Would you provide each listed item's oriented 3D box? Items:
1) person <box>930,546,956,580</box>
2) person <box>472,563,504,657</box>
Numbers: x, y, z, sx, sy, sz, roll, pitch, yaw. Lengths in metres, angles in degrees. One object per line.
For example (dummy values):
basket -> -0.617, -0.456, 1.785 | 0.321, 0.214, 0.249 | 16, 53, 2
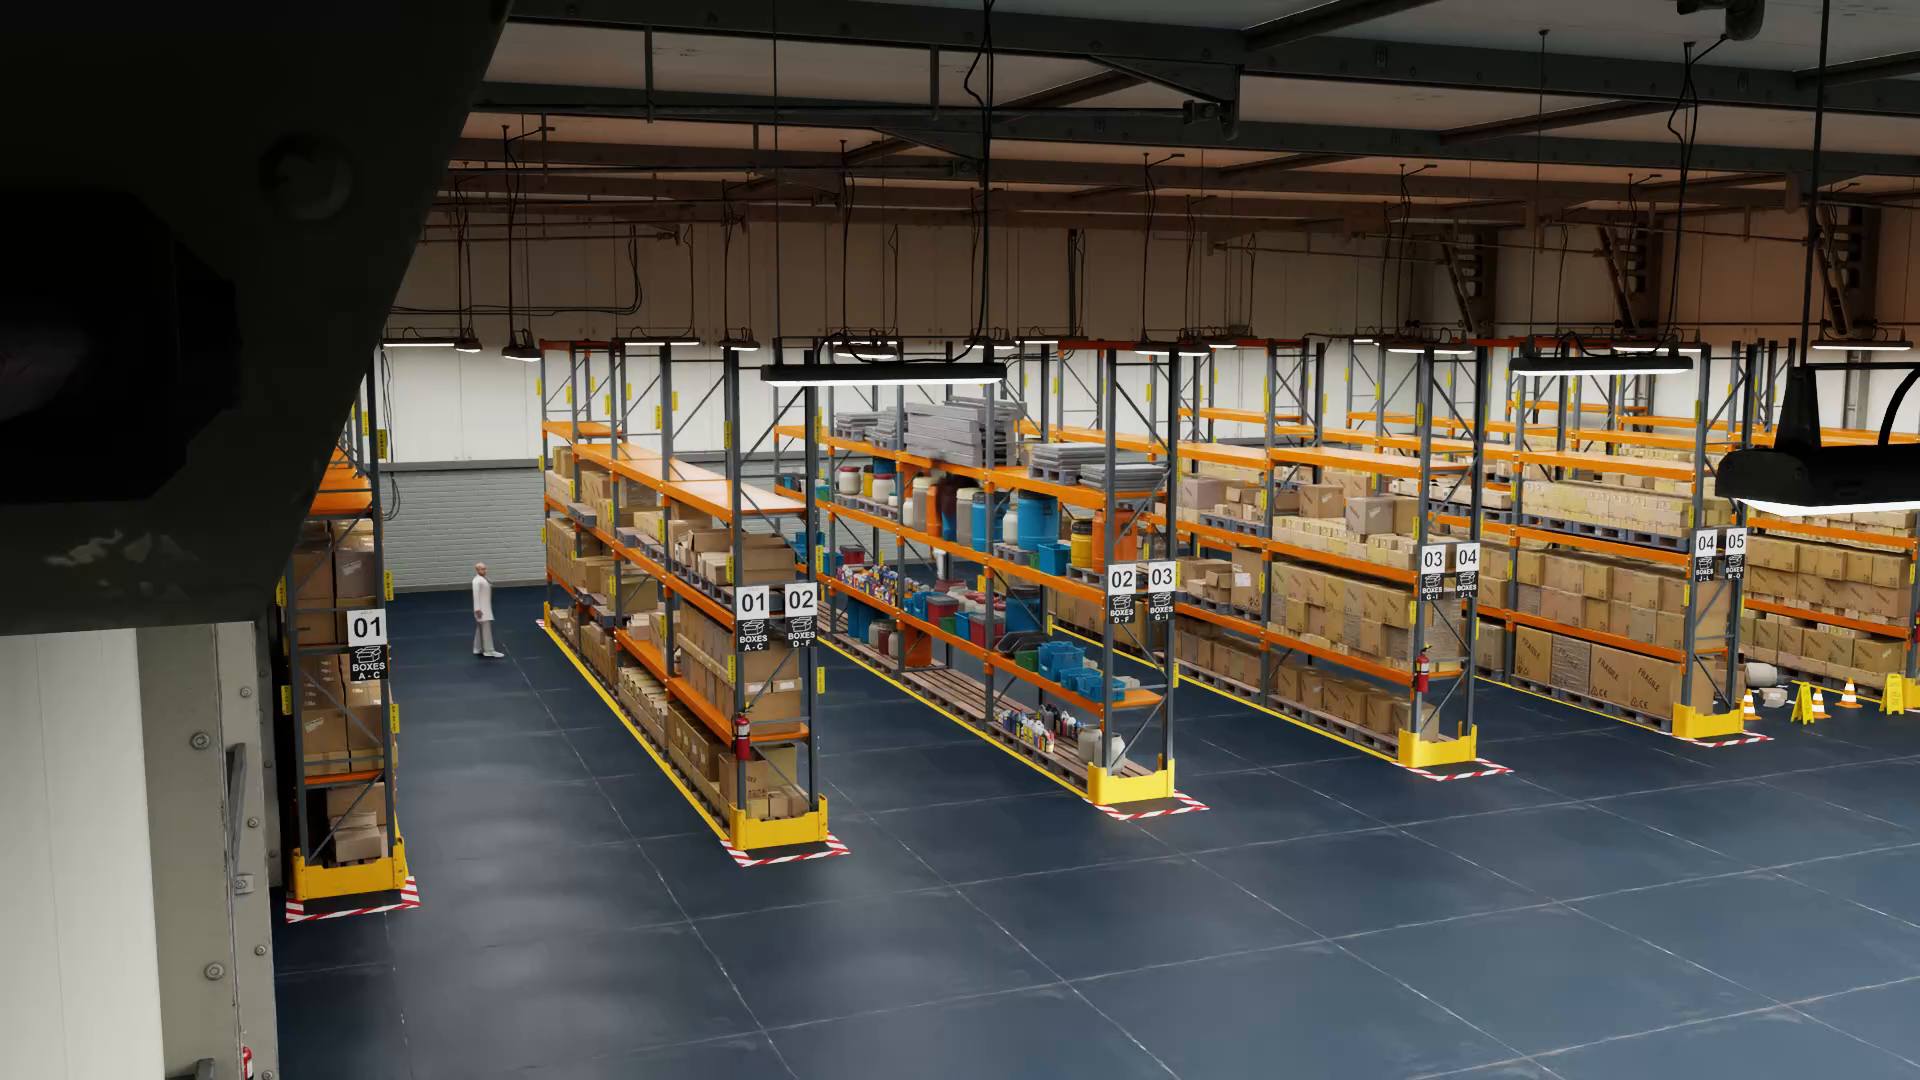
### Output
person -> -0.401, 0.310, 39.792 | 0.580, 1.726, 1.076 | -2, 8, -14
person -> -9.031, 1.325, 31.770 | 0.589, 1.794, 0.596 | -1, 8, -8
